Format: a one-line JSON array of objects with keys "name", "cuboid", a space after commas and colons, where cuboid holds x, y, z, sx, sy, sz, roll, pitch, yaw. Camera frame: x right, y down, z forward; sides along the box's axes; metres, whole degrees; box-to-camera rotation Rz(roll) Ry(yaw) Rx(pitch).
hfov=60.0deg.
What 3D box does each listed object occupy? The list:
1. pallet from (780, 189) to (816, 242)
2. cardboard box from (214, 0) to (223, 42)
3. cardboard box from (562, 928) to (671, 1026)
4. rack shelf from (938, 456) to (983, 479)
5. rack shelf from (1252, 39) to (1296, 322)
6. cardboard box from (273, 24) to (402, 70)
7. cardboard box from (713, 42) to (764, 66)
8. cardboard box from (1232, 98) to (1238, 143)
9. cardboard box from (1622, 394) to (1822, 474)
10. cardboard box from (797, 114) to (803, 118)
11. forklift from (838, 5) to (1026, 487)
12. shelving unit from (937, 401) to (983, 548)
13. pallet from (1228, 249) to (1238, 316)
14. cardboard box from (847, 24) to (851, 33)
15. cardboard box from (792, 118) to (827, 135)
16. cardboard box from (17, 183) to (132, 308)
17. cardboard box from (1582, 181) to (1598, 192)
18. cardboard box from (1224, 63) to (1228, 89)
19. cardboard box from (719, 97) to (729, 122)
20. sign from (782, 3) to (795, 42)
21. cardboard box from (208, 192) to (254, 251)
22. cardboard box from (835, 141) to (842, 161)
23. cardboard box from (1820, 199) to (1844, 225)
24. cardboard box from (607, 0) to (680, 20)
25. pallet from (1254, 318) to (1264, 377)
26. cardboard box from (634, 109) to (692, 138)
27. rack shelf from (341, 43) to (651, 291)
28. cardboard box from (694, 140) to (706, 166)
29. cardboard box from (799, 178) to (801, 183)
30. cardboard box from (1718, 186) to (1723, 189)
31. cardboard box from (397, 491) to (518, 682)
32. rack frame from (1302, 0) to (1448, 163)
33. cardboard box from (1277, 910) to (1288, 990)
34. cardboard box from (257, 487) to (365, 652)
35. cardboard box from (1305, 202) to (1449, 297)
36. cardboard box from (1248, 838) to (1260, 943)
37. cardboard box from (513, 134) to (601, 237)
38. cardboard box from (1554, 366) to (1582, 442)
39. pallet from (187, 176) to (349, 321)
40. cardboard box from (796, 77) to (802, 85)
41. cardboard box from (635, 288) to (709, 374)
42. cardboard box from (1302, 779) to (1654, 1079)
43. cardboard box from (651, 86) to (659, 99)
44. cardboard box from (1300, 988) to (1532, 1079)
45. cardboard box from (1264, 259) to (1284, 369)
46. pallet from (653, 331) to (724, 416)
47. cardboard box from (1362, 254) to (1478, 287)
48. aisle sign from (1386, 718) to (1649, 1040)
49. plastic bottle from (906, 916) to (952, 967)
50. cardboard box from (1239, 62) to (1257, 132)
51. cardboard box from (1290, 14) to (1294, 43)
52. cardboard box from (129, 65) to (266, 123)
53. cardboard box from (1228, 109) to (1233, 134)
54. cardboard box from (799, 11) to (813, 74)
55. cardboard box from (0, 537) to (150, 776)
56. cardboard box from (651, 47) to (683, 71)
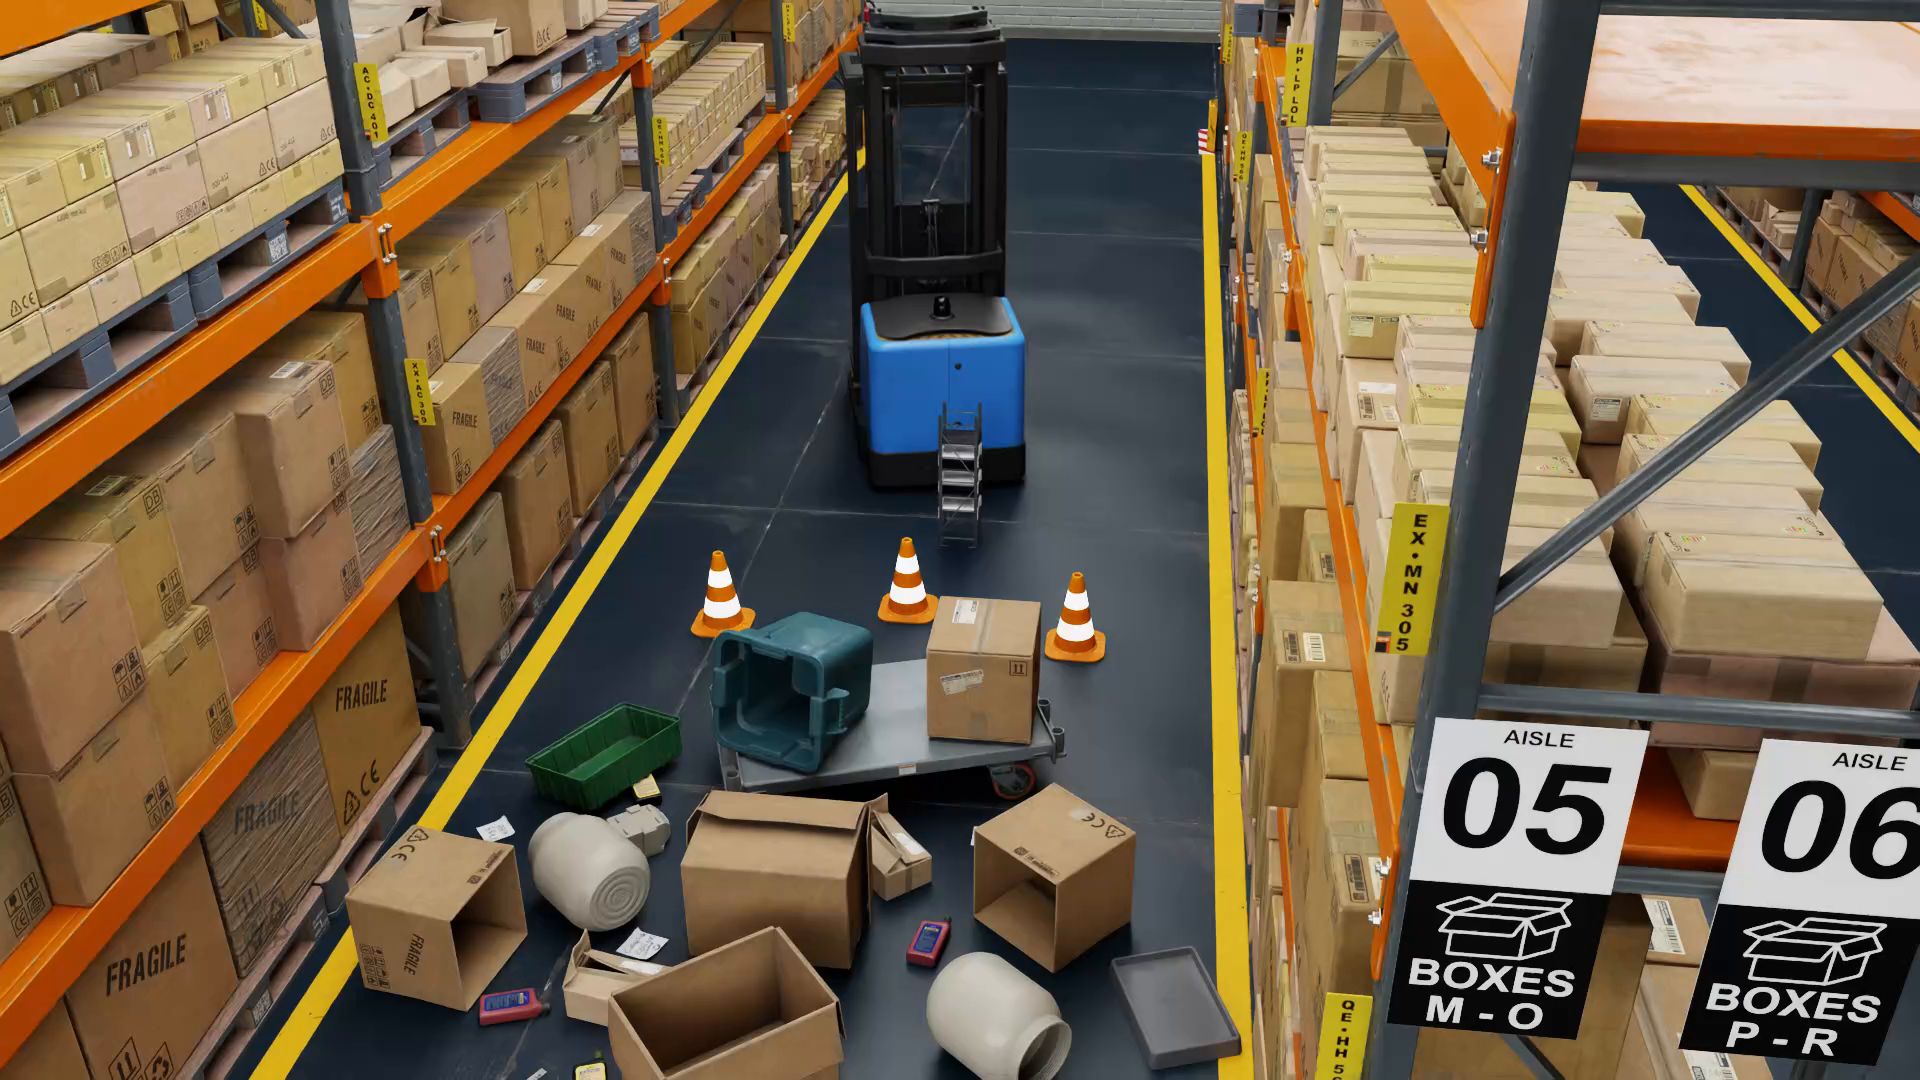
[{"name": "pallet", "cuboid": [-2.007, -3.150, 16.167, 1.003, 0.211, 1.213, 3, 28, 6]}, {"name": "cardboard box", "cuboid": [-7.173, -5.023, 15.756, 0.500, 0.500, 0.500, 4, 29, 8]}, {"name": "cardboard box", "cuboid": [-1.417, 1.826, 6.873, 0.396, 0.266, 0.258, 8, 29, 15]}, {"name": "rack shelf", "cuboid": [0.001, -0.450, 10.309, 0.258, 0.077, 0.200, 3, 28, 6]}, {"name": "rack shelf", "cuboid": [2.136, -1.999, 8.686, 1.077, 0.370, 4.000, 3, 28, 6]}, {"name": "cardboard box", "cuboid": [-3.101, -2.372, 8.229, 0.500, 0.250, 0.500, 3, 28, 6]}, {"name": "cardboard box", "cuboid": [-1.910, -4.196, 14.362, 0.380, 0.149, 0.250, 5, 29, 9]}, {"name": "cardboard box", "cuboid": [2.413, -3.300, 13.136, 0.500, 0.250, 0.500, 4, 29, 7]}, {"name": "cardboard box", "cuboid": [1.858, -0.235, 4.077, 0.380, 0.149, 0.250, 3, 28, 6]}, {"name": "cardboard box", "cuboid": [-1.915, -4.526, 18.030, 0.380, 0.149, 0.250, 4, 29, 7]}, {"name": "forklift", "cuboid": [-0.257, -2.317, 11.753, 1.130, 2.935, 3.031, -3, 29, -6]}, {"name": "shelving unit", "cuboid": [0.001, -0.400, 10.336, 0.258, 0.900, 0.210, 3, 28, 6]}, {"name": "pallet", "cuboid": [2.851, -2.225, 14.449, 1.003, 0.211, 1.213, 3, 28, 6]}, {"name": "cardboard box", "cuboid": [-1.391, -5.547, 17.941, 0.380, 0.149, 0.250, 3, 28, 6]}, {"name": "cardboard box", "cuboid": [-1.585, -4.261, 17.224, 0.380, 0.149, 0.250, 2, 28, 4]}, {"name": "cardboard box", "cuboid": [-3.026, -0.951, 5.278, 0.500, 0.250, 0.500, 3, 28, 6]}, {"name": "cardboard box", "cuboid": [2.113, -1.326, 6.103, 0.380, 0.149, 0.250, 3, 28, 5]}, {"name": "cardboard box", "cuboid": [2.779, -4.577, 15.770, 0.500, 0.500, 0.500, 3, 28, 5]}, {"name": "cardboard box", "cuboid": [-2.065, -3.446, 13.284, 0.380, 0.149, 0.250, 3, 29, 6]}, {"name": "sign", "cuboid": [-1.503, -4.539, 14.584, 0.100, 0.325, 0.005, 3, 28, 6]}, {"name": "cardboard box", "cuboid": [-2.854, -1.182, 6.128, 0.380, 0.149, 0.250, 3, 29, 6]}, {"name": "cardboard box", "cuboid": [-1.457, -4.126, 17.600, 0.380, 0.149, 0.250, 2, 28, 4]}, {"name": "cardboard box", "cuboid": [7.490, -2.750, 13.992, 0.380, 0.149, 0.250, 5, 29, 9]}, {"name": "cardboard box", "cuboid": [-2.210, -3.795, 11.155, 0.500, 0.500, 0.500, 3, 28, 6]}, {"name": "pallet", "cuboid": [2.179, -0.918, 9.286, 1.003, 0.211, 1.213, 3, 28, 6]}, {"name": "cardboard box", "cuboid": [-2.198, -3.086, 12.302, 0.380, 0.149, 0.250, 2, 28, 4]}, {"name": "rack shelf", "cuboid": [-2.789, -2.239, 9.132, 1.077, 0.370, 4.000, 3, 28, 6]}, {"name": "cardboard box", "cuboid": [-2.162, -2.956, 12.688, 0.380, 0.149, 0.250, 4, 29, 8]}, {"name": "cardboard box", "cuboid": [-1.756, -3.514, 16.151, 0.380, 0.149, 0.250, 3, 28, 6]}, {"name": "cardboard box", "cuboid": [7.976, -3.818, 16.659, 0.700, 0.500, 0.500, 4, 29, 8]}, {"name": "cardboard box", "cuboid": [-3.048, 0.214, 8.911, 1.050, 0.750, 0.750, 3, 28, 6]}, {"name": "rack frame", "cuboid": [1.891, -2.695, 6.057, 1.000, 3.000, 0.127, 3, 28, 6]}, {"name": "cardboard box", "cuboid": [1.286, 1.428, 5.711, 0.380, 0.149, 0.250, 5, 29, 8]}, {"name": "cardboard box", "cuboid": [-3.113, 0.074, 7.083, 0.875, 0.550, 0.550, 3, 28, 6]}, {"name": "cardboard box", "cuboid": [1.511, -1.005, 5.927, 0.500, 0.250, 0.500, 3, 28, 6]}, {"name": "cardboard box", "cuboid": [1.496, 1.486, 7.078, 0.500, 0.250, 0.500, 5, 29, 9]}, {"name": "cardboard box", "cuboid": [-2.670, -2.212, 10.326, 0.700, 0.500, 0.500, 3, 28, 5]}, {"name": "cardboard box", "cuboid": [1.837, -0.259, 4.542, 0.500, 0.250, 0.500, 4, 29, 8]}, {"name": "pallet", "cuboid": [-3.145, -1.191, 6.521, 1.003, 0.211, 1.213, 3, 28, 6]}, {"name": "cardboard box", "cuboid": [-1.717, -4.446, 15.896, 0.380, 0.149, 0.250, 2, 28, 4]}, {"name": "cardboard box", "cuboid": [-2.204, -1.580, 12.504, 0.500, 0.500, 0.500, 2, 28, 4]}, {"name": "cardboard box", "cuboid": [1.247, 0.961, 4.123, 0.700, 0.500, 0.500, 3, 28, 5]}, {"name": "cardboard box", "cuboid": [-2.682, -3.613, 13.595, 0.380, 0.149, 0.250, 4, 29, 8]}, {"name": "cardboard box", "cuboid": [1.194, 1.382, 4.394, 0.500, 0.500, 0.500, 3, 28, 5]}, {"name": "cardboard box", "cuboid": [1.848, -1.121, 8.598, 0.500, 0.500, 0.500, 4, 29, 8]}, {"name": "pallet", "cuboid": [-2.447, -1.317, 12.764, 1.003, 0.211, 1.213, 3, 28, 6]}, {"name": "cardboard box", "cuboid": [1.420, -0.749, 5.032, 0.380, 0.149, 0.250, 4, 29, 7]}, {"name": "aisle sign", "cuboid": [1.105, 0.697, 3.345, 0.394, 0.787, 0.004, 3, 28, 6]}, {"name": "plastic bottle", "cuboid": [-0.129, 1.738, 7.251, 0.133, 0.061, 0.283, 8, 29, 15]}, {"name": "cardboard box", "cuboid": [2.307, -3.155, 12.076, 0.500, 0.500, 0.500, 3, 28, 6]}, {"name": "cardboard box", "cuboid": [2.142, -2.940, 9.815, 0.396, 0.266, 0.258, 3, 28, 6]}, {"name": "cardboard box", "cuboid": [-2.825, -1.656, 6.167, 0.380, 0.149, 0.250, 3, 28, 6]}, {"name": "cardboard box", "cuboid": [2.555, -3.562, 14.149, 0.500, 0.250, 0.500, 3, 28, 5]}, {"name": "cardboard box", "cuboid": [-1.690, -4.687, 15.660, 0.500, 0.500, 0.500, 3, 28, 6]}, {"name": "cardboard box", "cuboid": [-3.261, 0.355, 5.424, 0.875, 0.550, 0.550, 3, 28, 6]}, {"name": "cardboard box", "cuboid": [-2.587, -4.106, 14.195, 0.380, 0.149, 0.250, 4, 29, 8]}]
